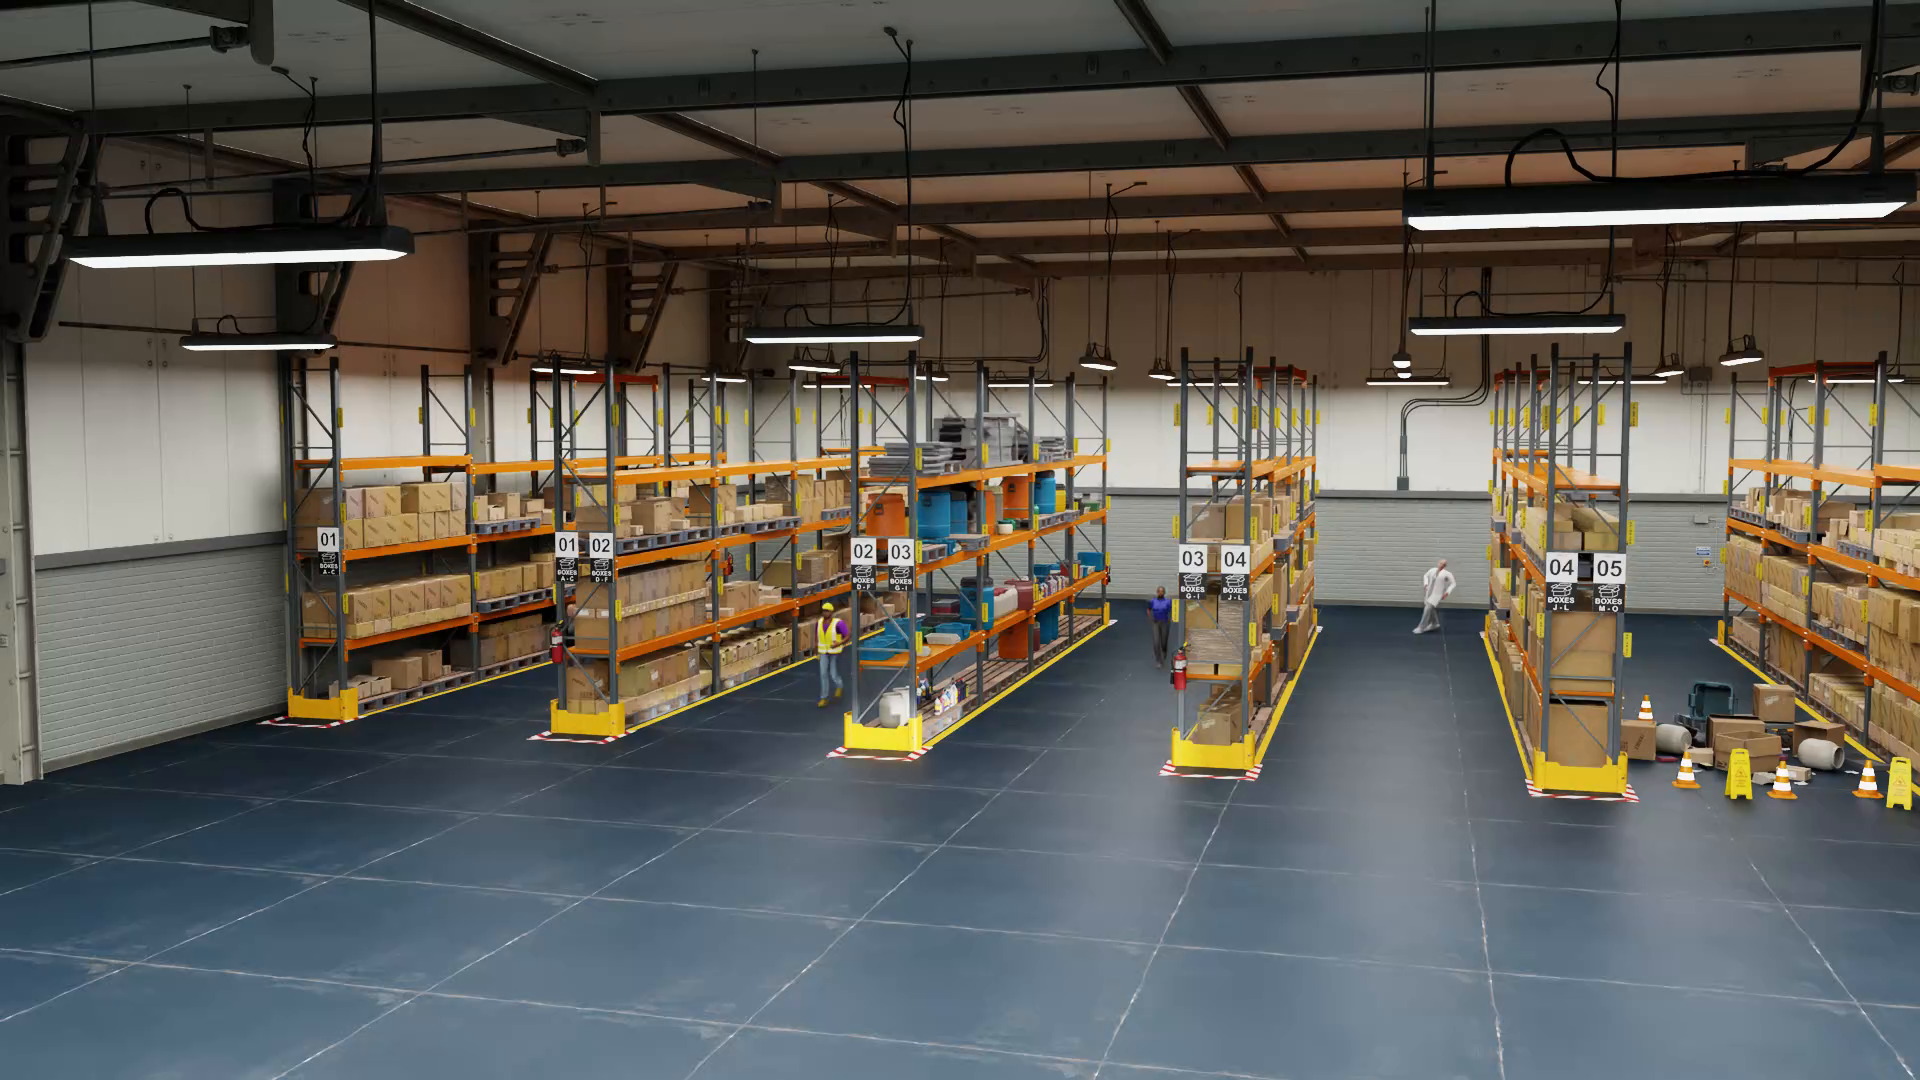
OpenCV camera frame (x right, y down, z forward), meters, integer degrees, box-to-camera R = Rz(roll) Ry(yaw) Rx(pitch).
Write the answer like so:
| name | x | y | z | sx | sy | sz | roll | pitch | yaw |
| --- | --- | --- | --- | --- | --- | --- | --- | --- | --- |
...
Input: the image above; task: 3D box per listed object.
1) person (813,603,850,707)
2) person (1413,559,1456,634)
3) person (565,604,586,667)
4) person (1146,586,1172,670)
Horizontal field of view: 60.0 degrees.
| name | x | y | z | sx | sy | sz | roll | pitch | yaw |
| --- | --- | --- | --- | --- | --- | --- | --- | --- | --- |
| person | -2.245 | 1.976 | 28.980 | 0.686 | 1.773 | 0.886 | 1 | 4 | 16 |
| person | 10.981 | 1.304 | 38.662 | 0.877 | 1.735 | 0.787 | -2 | 5 | -24 |
| person | -6.771 | 1.990 | 29.221 | 0.610 | 1.754 | 0.889 | 1 | 4 | 16 |
| person | 4.031 | 1.747 | 33.459 | 0.578 | 1.648 | 0.769 | 1 | 4 | 10 |
